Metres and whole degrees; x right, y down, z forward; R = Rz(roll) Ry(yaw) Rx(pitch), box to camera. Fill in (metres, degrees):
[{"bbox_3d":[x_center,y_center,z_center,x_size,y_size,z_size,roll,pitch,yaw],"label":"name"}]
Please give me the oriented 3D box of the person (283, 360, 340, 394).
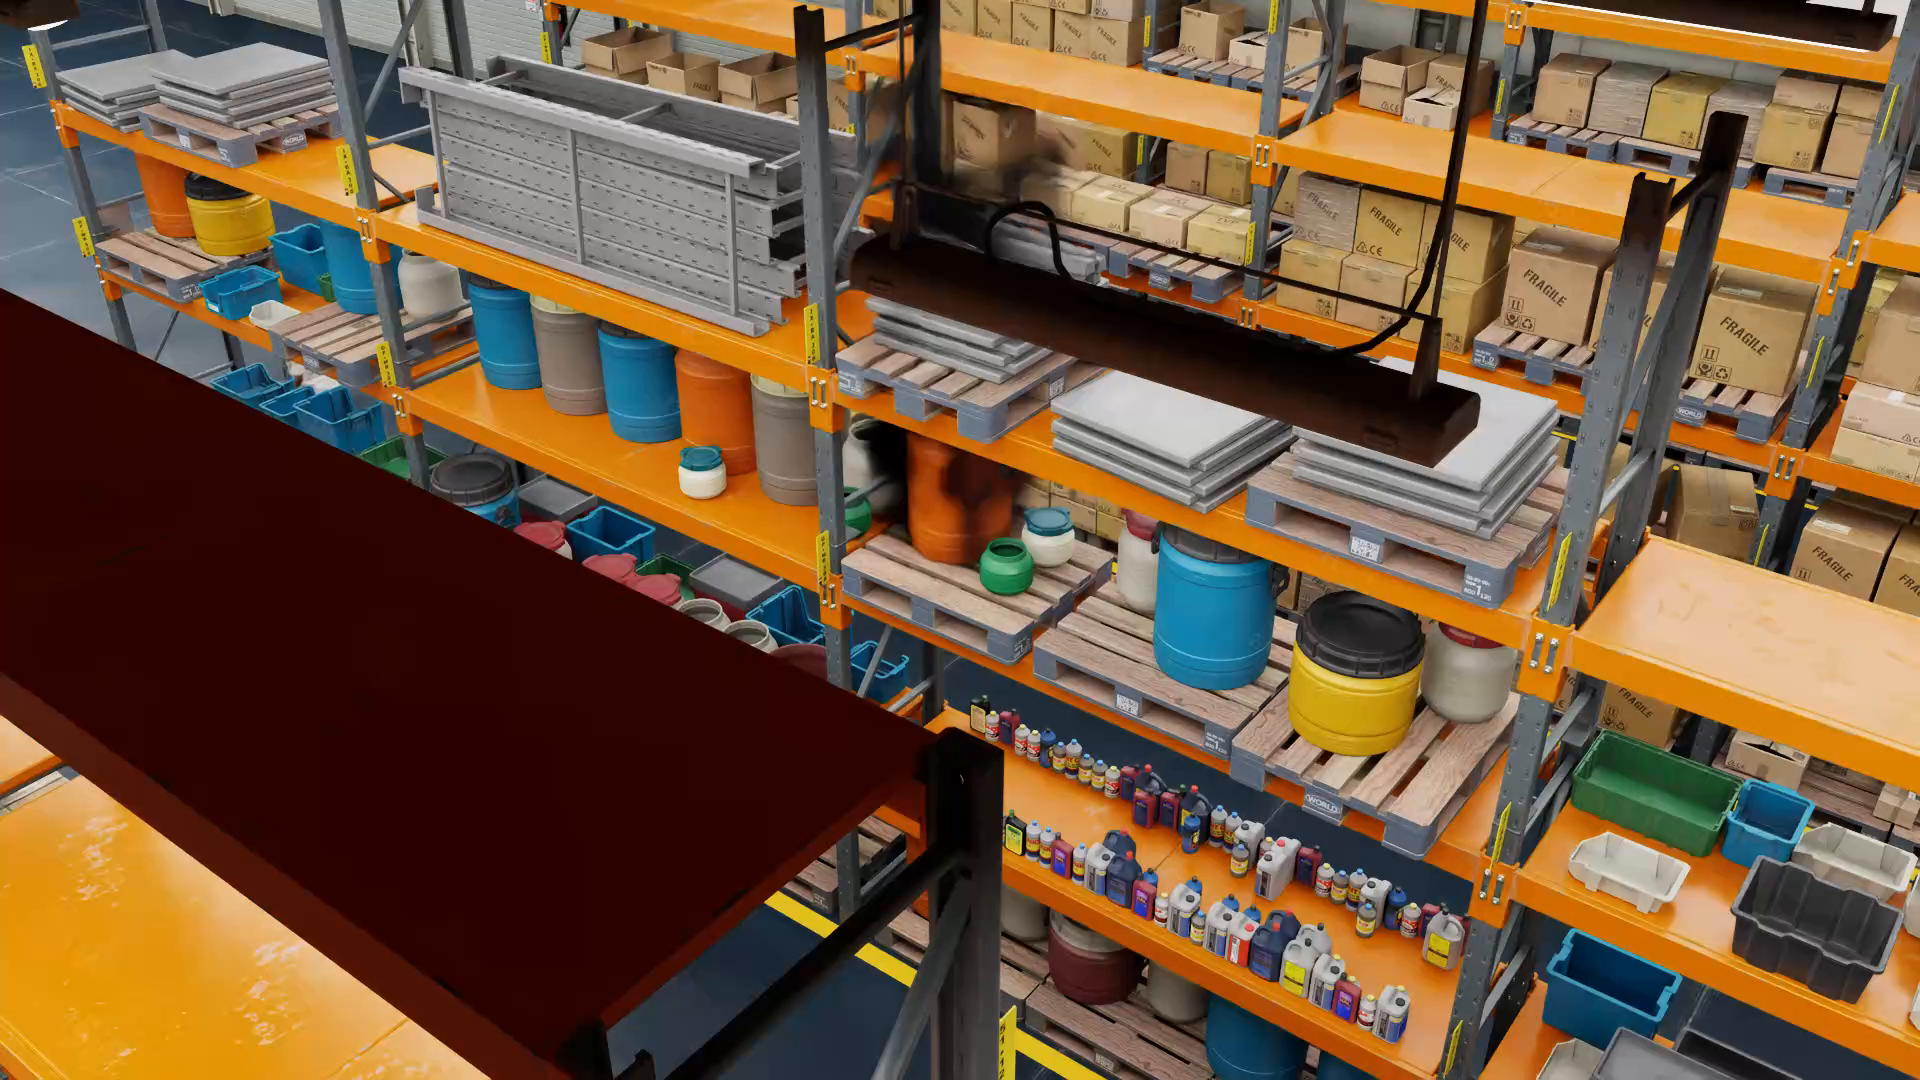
[{"bbox_3d":[-6.201,-1.444,16.141,0.682,1.624,0.646,13,34,20],"label":"person"}]
